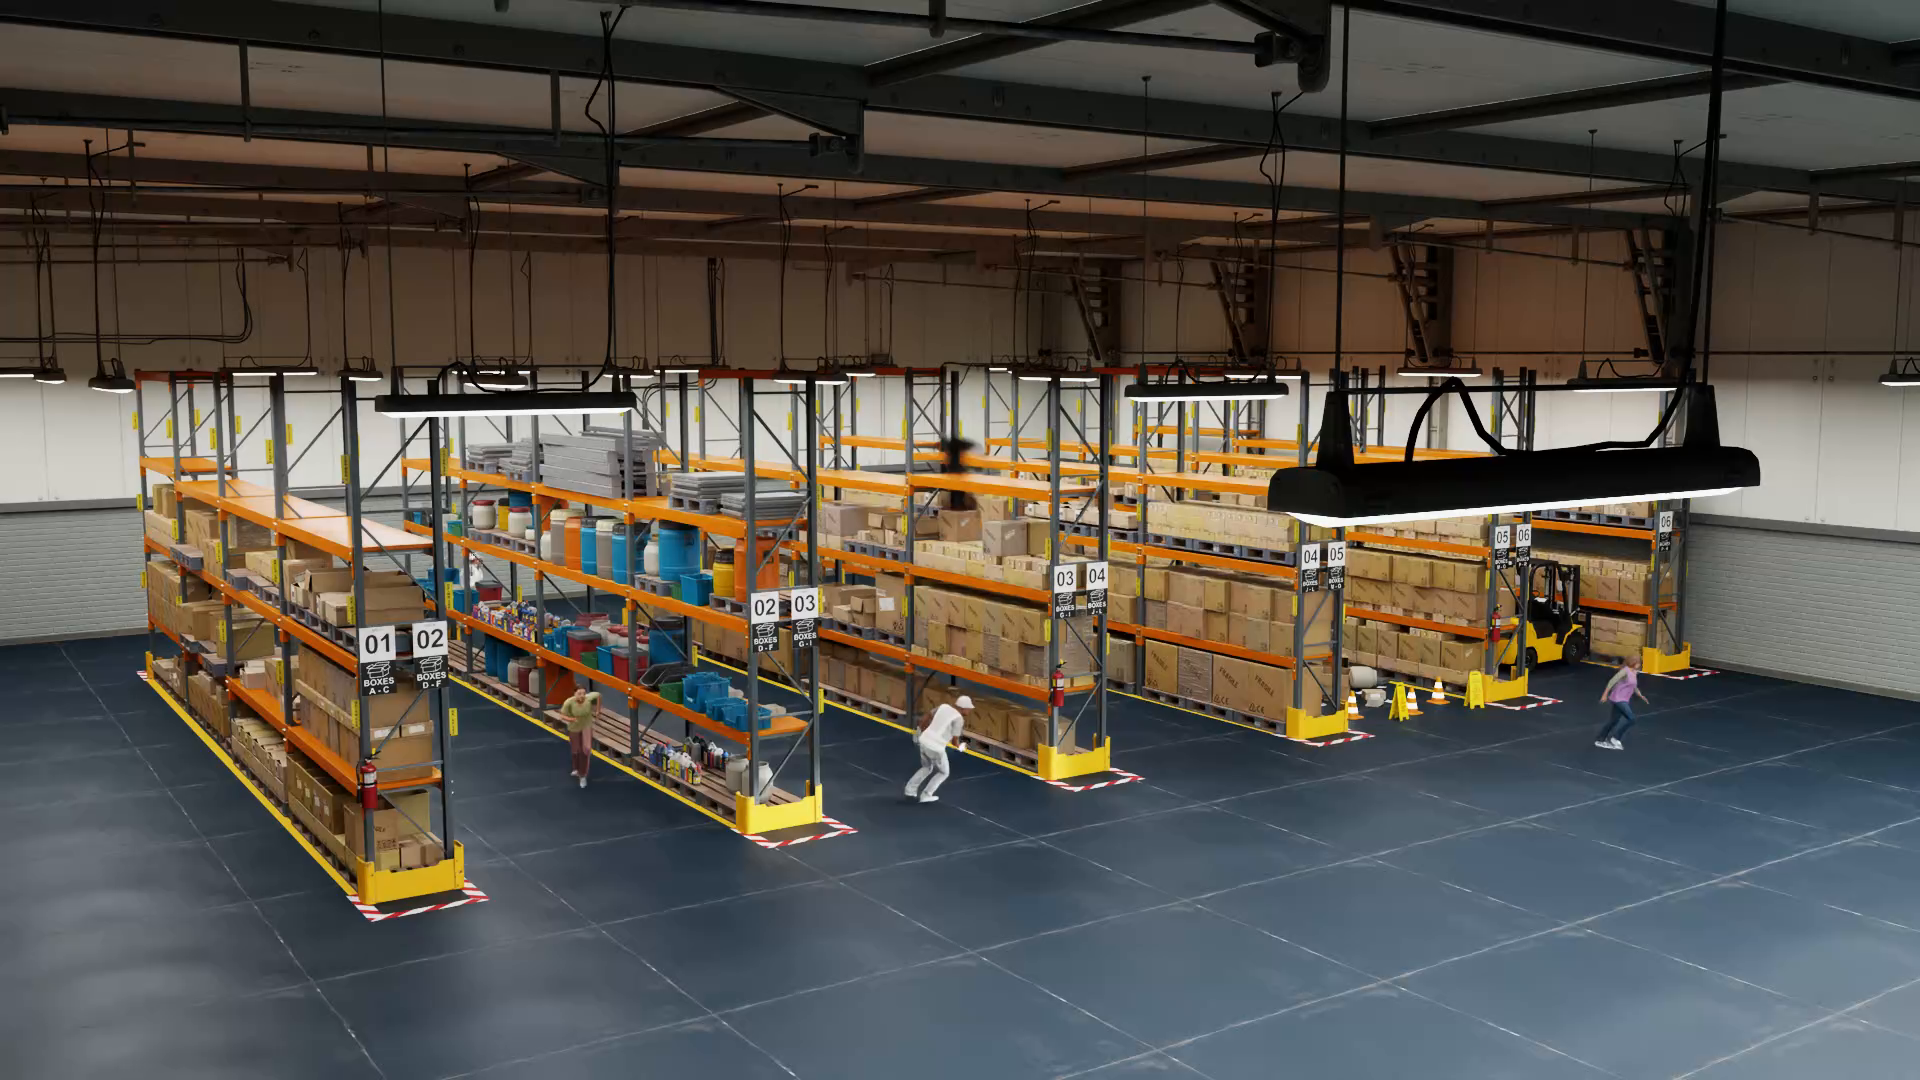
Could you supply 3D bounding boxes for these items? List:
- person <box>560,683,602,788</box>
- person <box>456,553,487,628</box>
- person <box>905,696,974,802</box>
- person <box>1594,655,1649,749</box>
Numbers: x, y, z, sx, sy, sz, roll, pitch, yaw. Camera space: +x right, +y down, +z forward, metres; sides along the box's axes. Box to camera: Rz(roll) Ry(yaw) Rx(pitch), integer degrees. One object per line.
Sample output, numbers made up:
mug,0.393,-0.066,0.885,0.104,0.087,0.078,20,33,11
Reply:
person,-5.561,2.800,24.402,0.614,1.544,0.927,-2,7,-18
person,-11.191,1.152,38.191,0.753,1.688,0.809,1,6,7
person,-0.272,2.947,23.455,0.922,1.494,0.724,-4,8,-34
person,10.554,2.570,26.500,0.766,1.535,0.458,4,8,33
